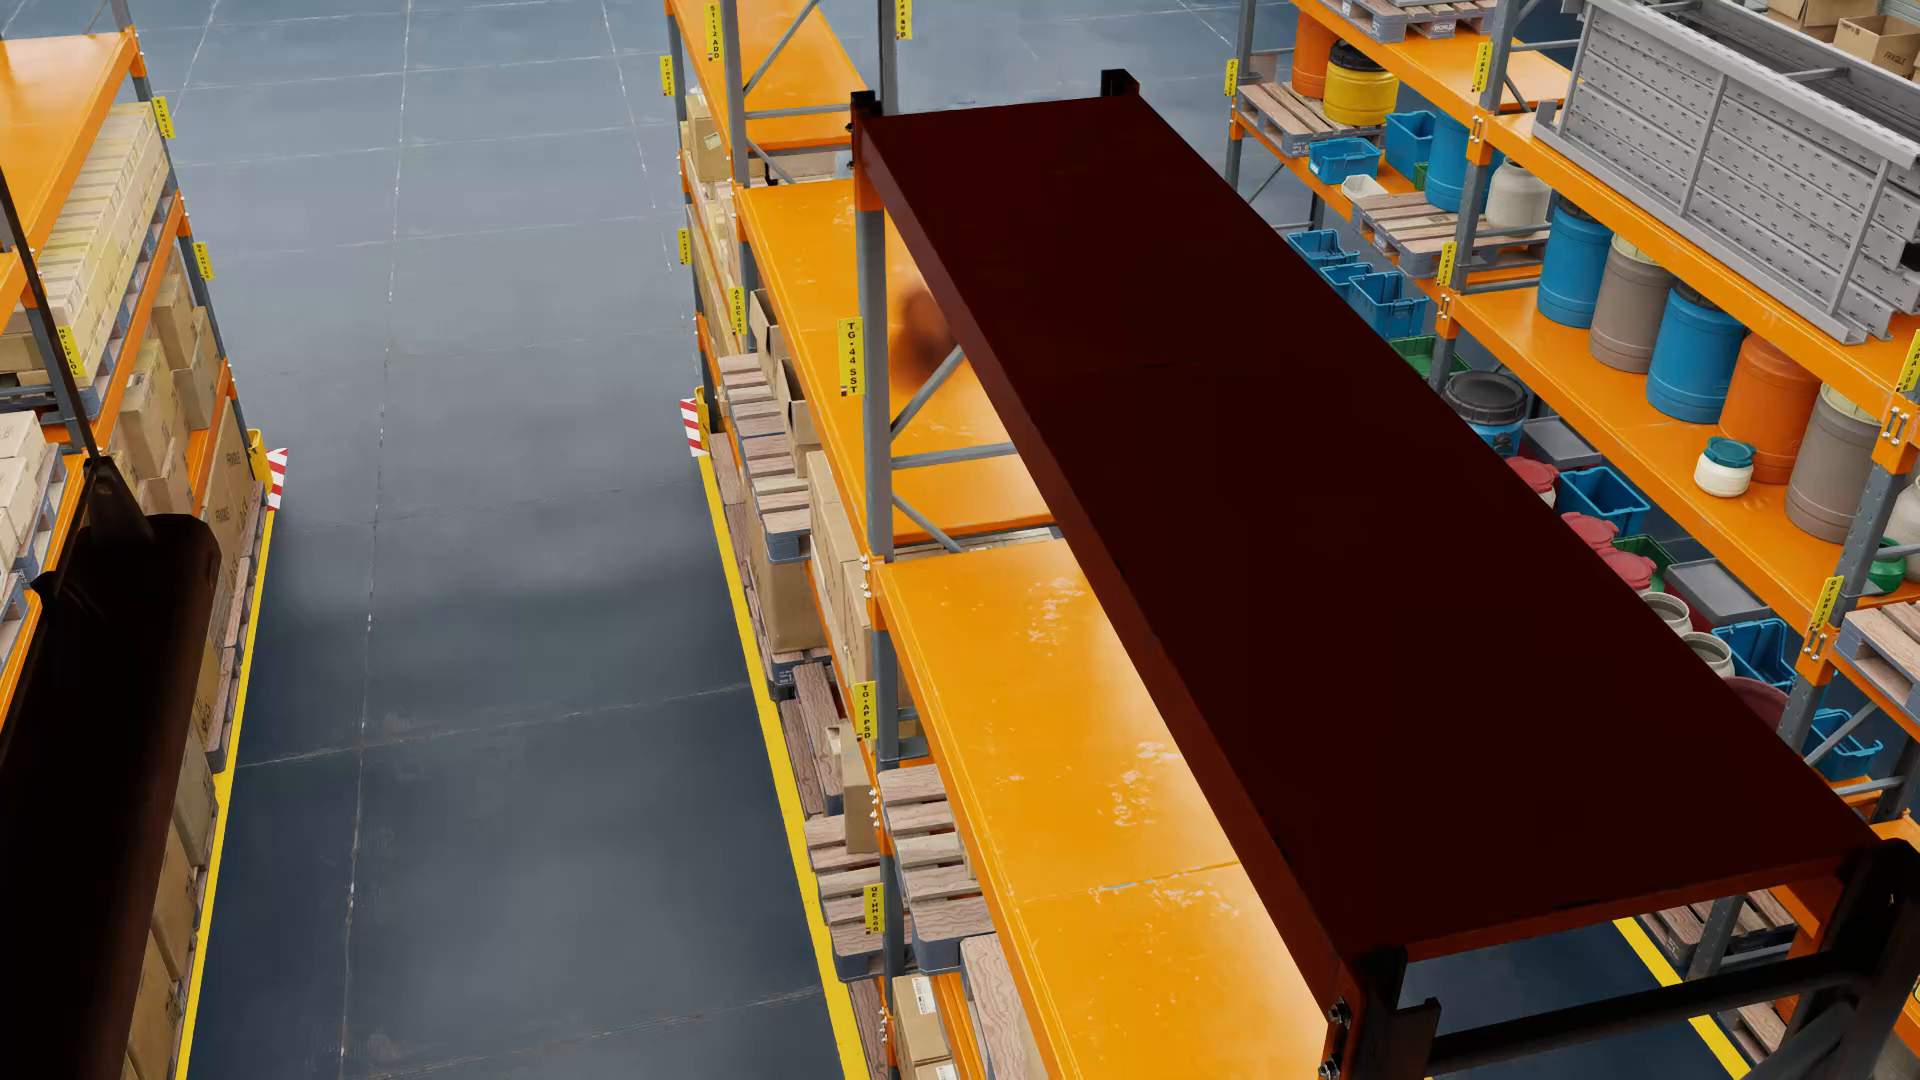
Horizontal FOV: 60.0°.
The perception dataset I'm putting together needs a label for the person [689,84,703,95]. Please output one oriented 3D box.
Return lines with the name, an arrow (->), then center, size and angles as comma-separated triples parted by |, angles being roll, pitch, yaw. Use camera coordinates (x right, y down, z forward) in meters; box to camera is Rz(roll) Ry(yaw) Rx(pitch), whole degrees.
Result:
person -> -2.812, -4.336, 18.898 | 0.589, 1.721, 0.686 | 9, 35, 12
